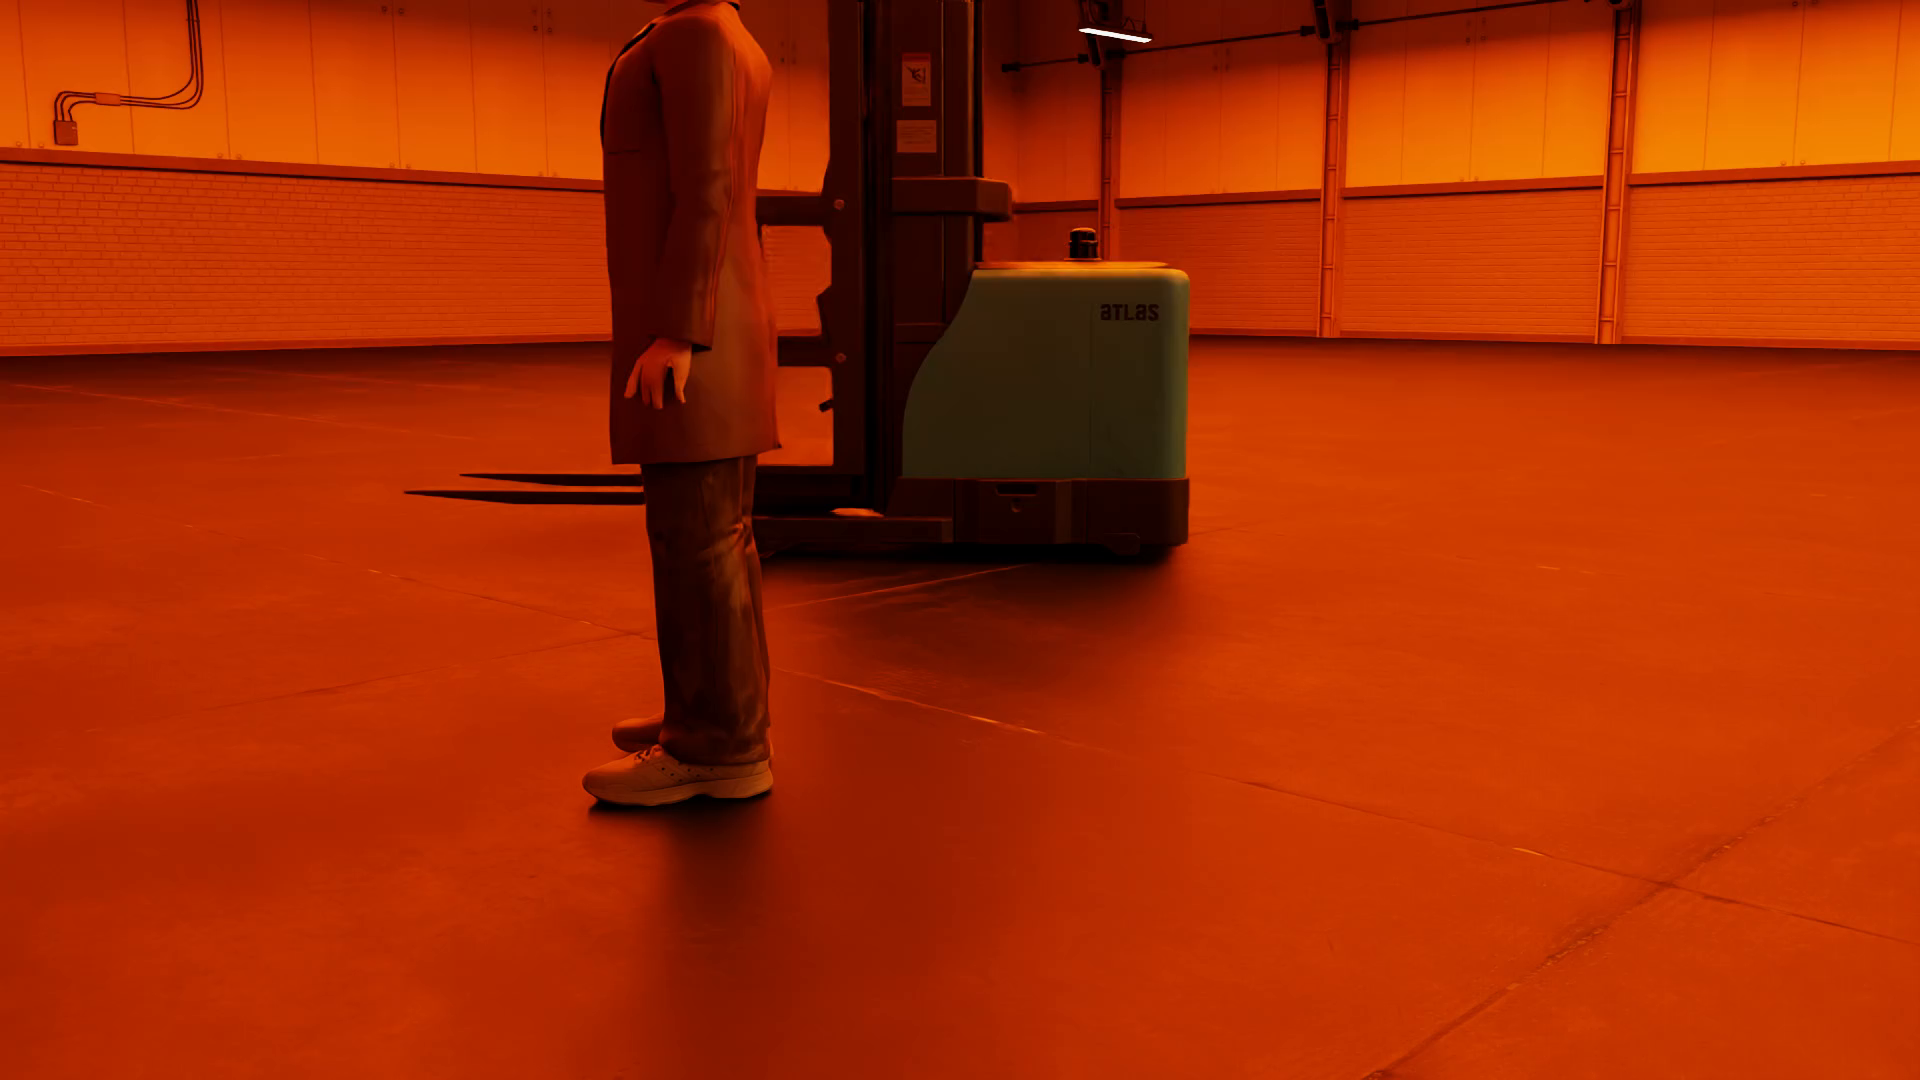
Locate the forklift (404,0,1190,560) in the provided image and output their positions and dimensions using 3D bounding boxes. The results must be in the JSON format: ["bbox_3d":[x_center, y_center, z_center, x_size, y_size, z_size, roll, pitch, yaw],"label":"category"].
[{"bbox_3d":[-0.635,-1.452,6.519,3.031,2.935,1.130,1,9,3],"label":"forklift"}]

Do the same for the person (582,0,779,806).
[{"bbox_3d":[-0.564,-0.385,3.289,0.389,1.782,0.547,0,9,0],"label":"person"}]
